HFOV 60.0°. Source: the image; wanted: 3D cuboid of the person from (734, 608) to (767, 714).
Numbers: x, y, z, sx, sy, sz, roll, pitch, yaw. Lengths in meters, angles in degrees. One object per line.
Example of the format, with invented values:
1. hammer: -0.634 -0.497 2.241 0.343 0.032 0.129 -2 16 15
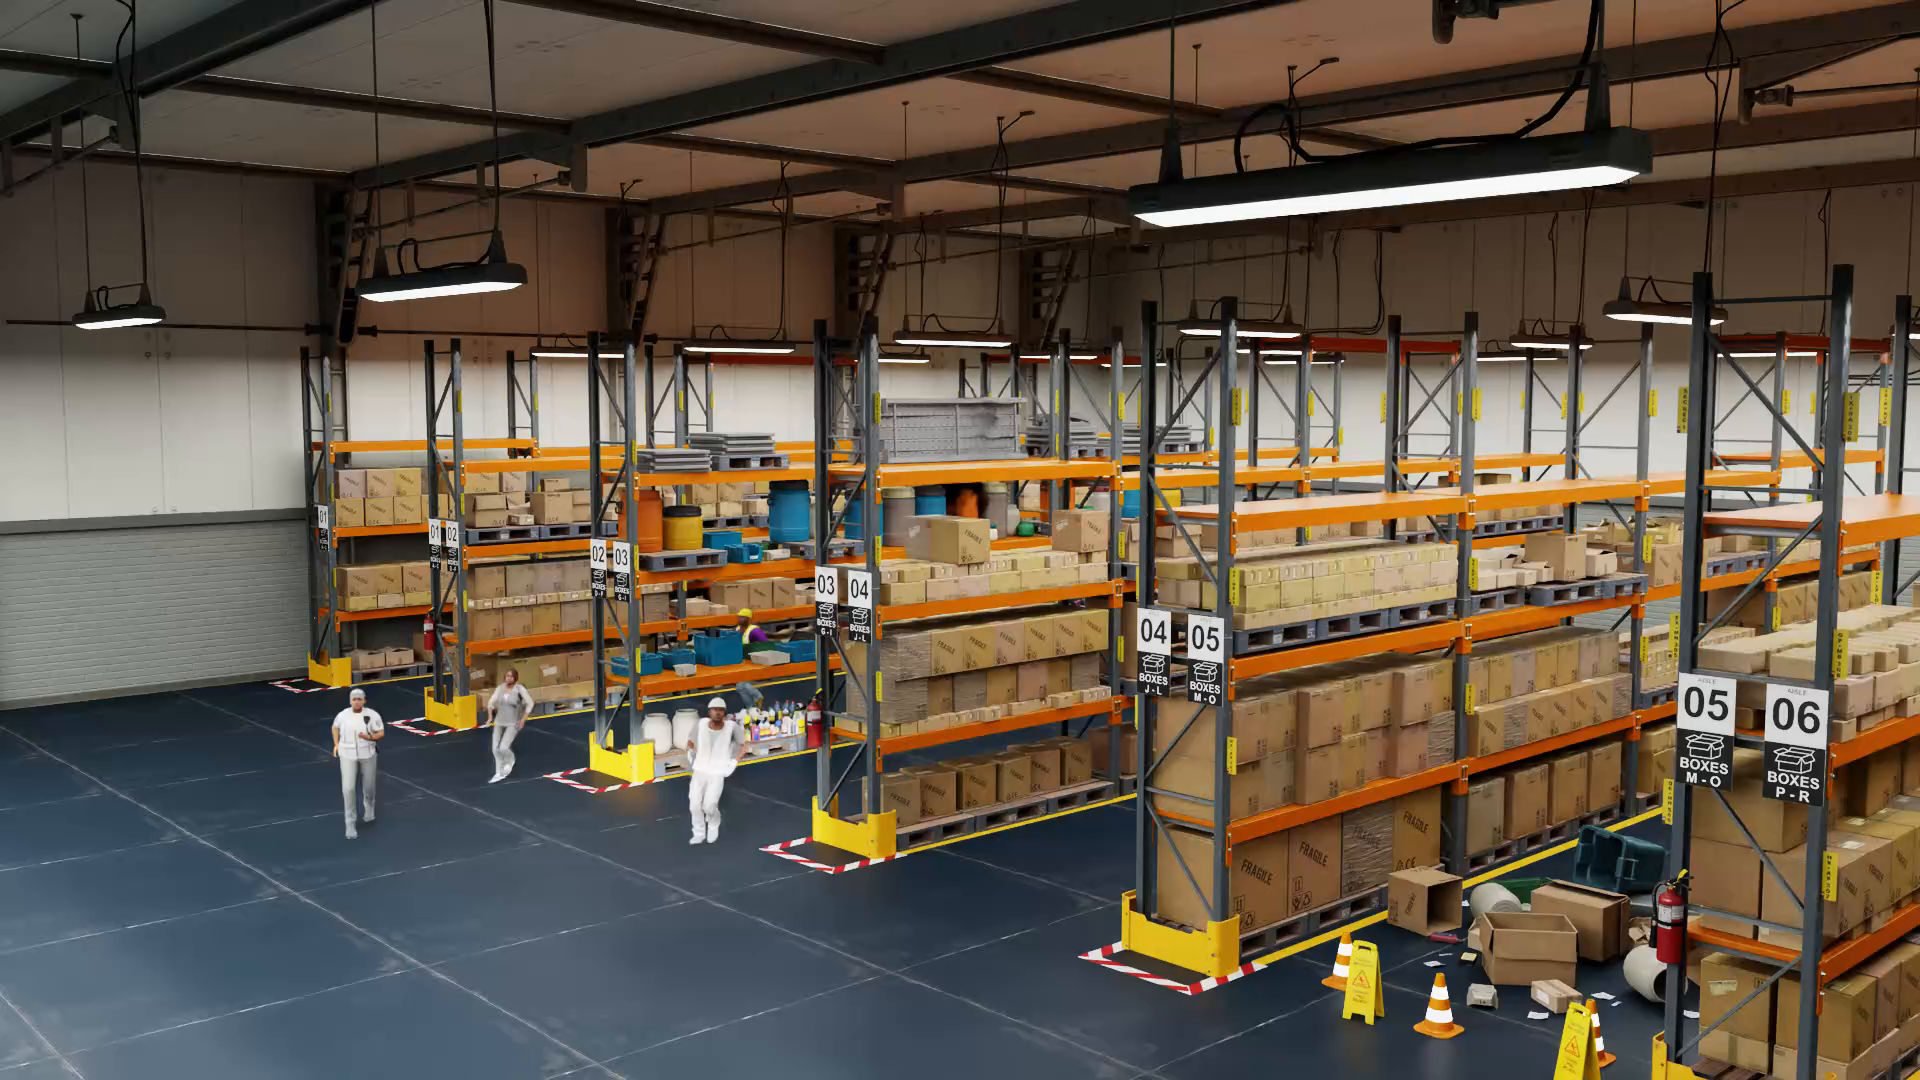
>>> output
1. person: -3.452 1.956 26.640 0.674 1.721 0.569 4 7 41

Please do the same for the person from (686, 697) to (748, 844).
1. person: -2.816 2.640 18.933 0.683 1.705 0.574 1 5 11

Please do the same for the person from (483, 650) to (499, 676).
1. person: -8.009 1.811 28.398 0.575 1.651 0.960 3 6 35

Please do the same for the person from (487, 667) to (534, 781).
1. person: -6.005 2.462 22.067 0.598 1.546 0.470 1 5 10

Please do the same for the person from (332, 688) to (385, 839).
1. person: -7.109 2.600 19.666 0.590 1.709 0.827 -2 5 -18
